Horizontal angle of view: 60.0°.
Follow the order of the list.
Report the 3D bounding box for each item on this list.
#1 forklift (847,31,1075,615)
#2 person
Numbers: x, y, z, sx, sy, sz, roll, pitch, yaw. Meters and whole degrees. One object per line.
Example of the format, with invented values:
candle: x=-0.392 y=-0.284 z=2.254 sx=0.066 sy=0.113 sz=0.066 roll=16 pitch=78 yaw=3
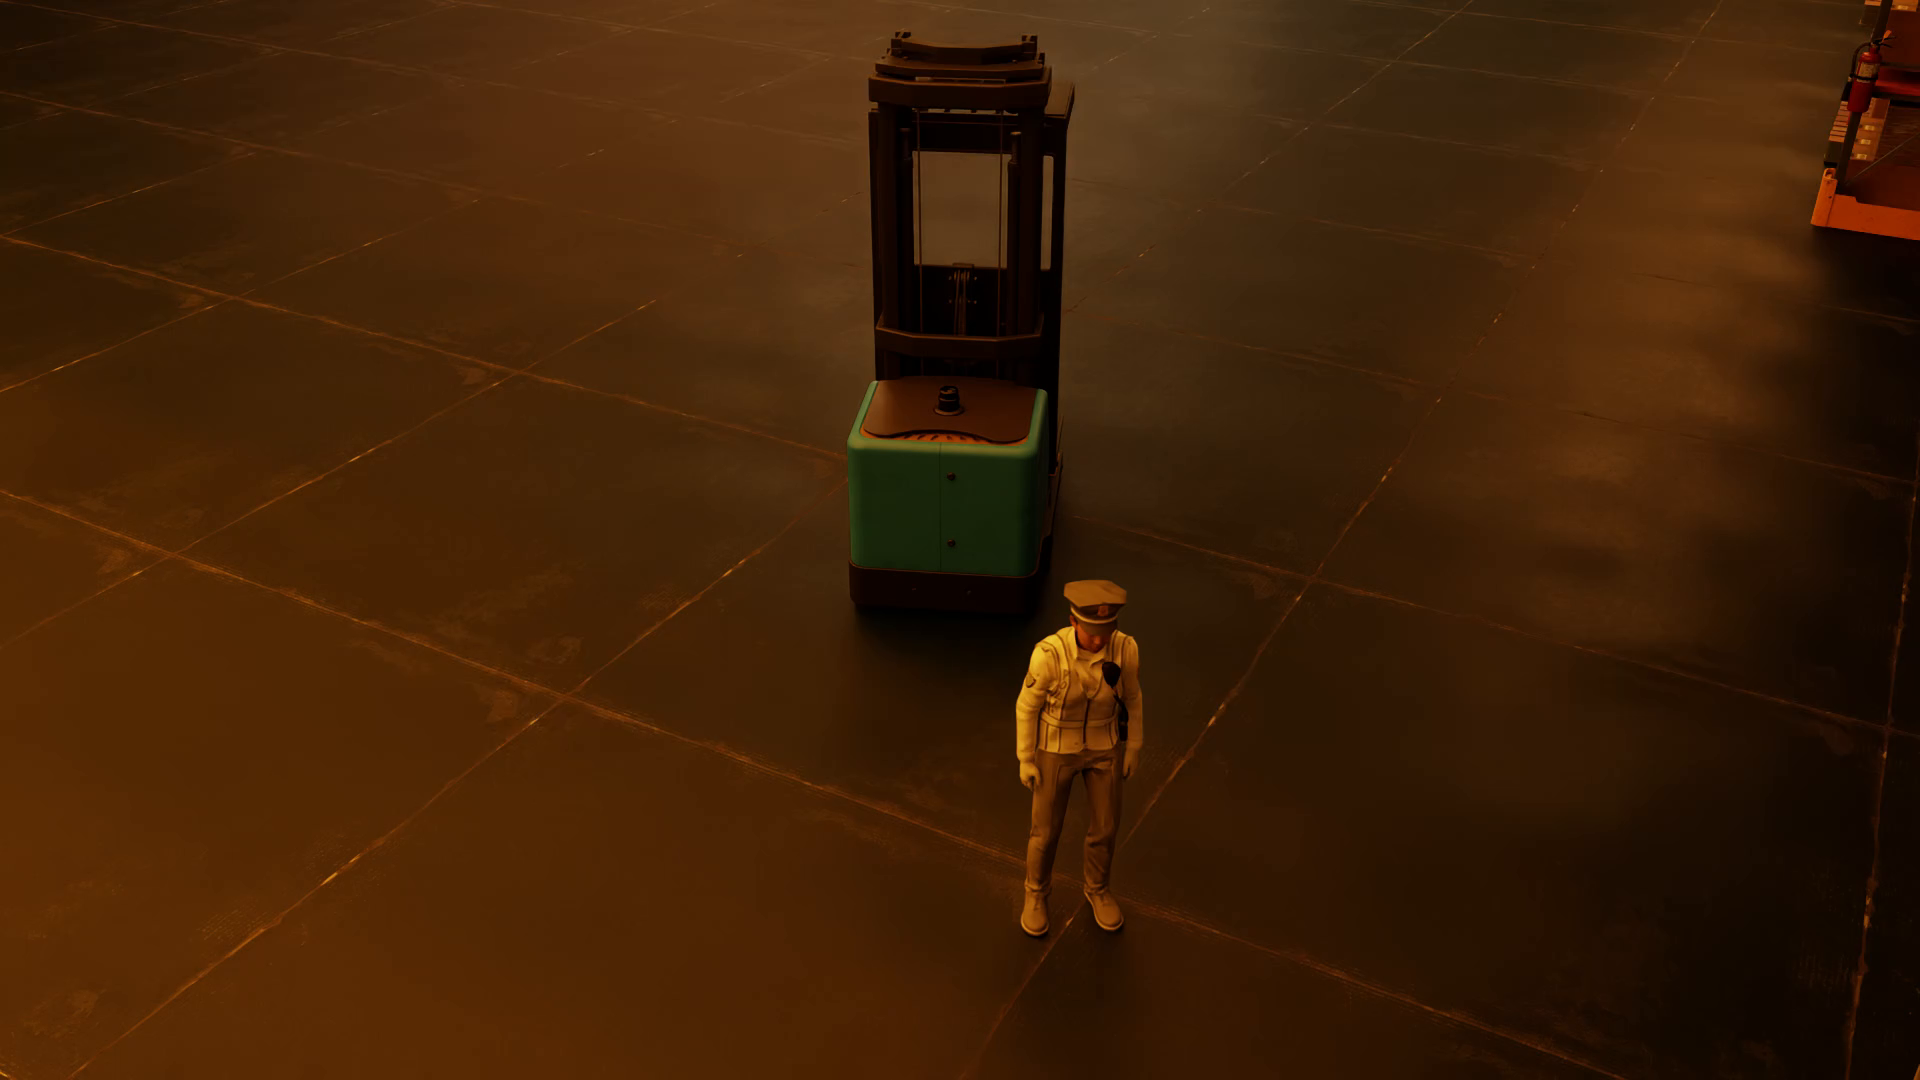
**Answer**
forklift: x=0.072 y=-1.572 z=9.794 sx=1.130 sy=2.935 sz=3.031 roll=3 pitch=30 yaw=6
person: x=0.493 y=0.880 z=6.823 sx=0.530 sy=1.663 sz=0.370 roll=-4 pitch=30 yaw=-7
